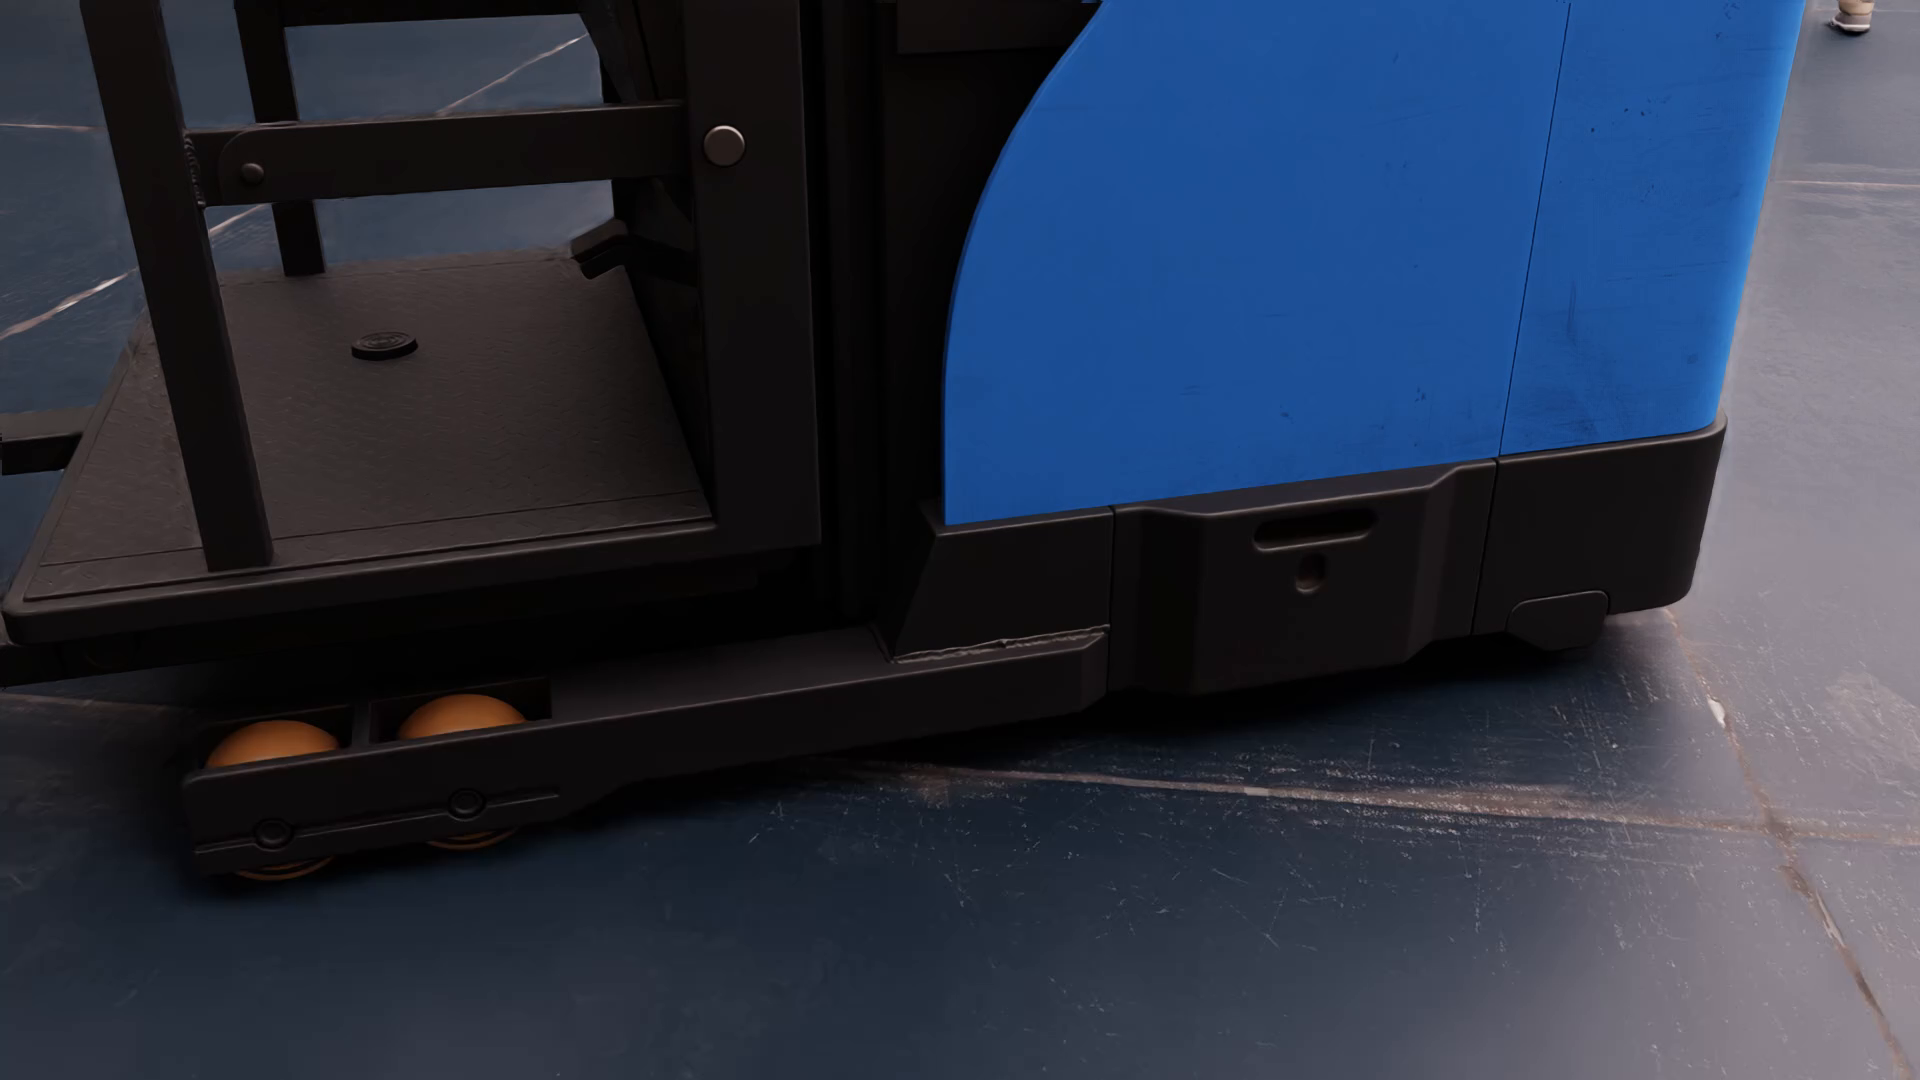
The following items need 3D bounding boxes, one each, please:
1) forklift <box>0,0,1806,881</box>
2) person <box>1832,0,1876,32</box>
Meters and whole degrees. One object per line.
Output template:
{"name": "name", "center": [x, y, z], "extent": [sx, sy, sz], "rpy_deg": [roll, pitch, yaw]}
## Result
{"name": "forklift", "center": [-0.593, -1.212, 1.645], "extent": [3.031, 2.935, 1.130], "rpy_deg": [-7, 27, -14]}
{"name": "person", "center": [3.329, -2.785, 6.186], "extent": [0.620, 1.754, 0.483], "rpy_deg": [8, 28, 16]}
